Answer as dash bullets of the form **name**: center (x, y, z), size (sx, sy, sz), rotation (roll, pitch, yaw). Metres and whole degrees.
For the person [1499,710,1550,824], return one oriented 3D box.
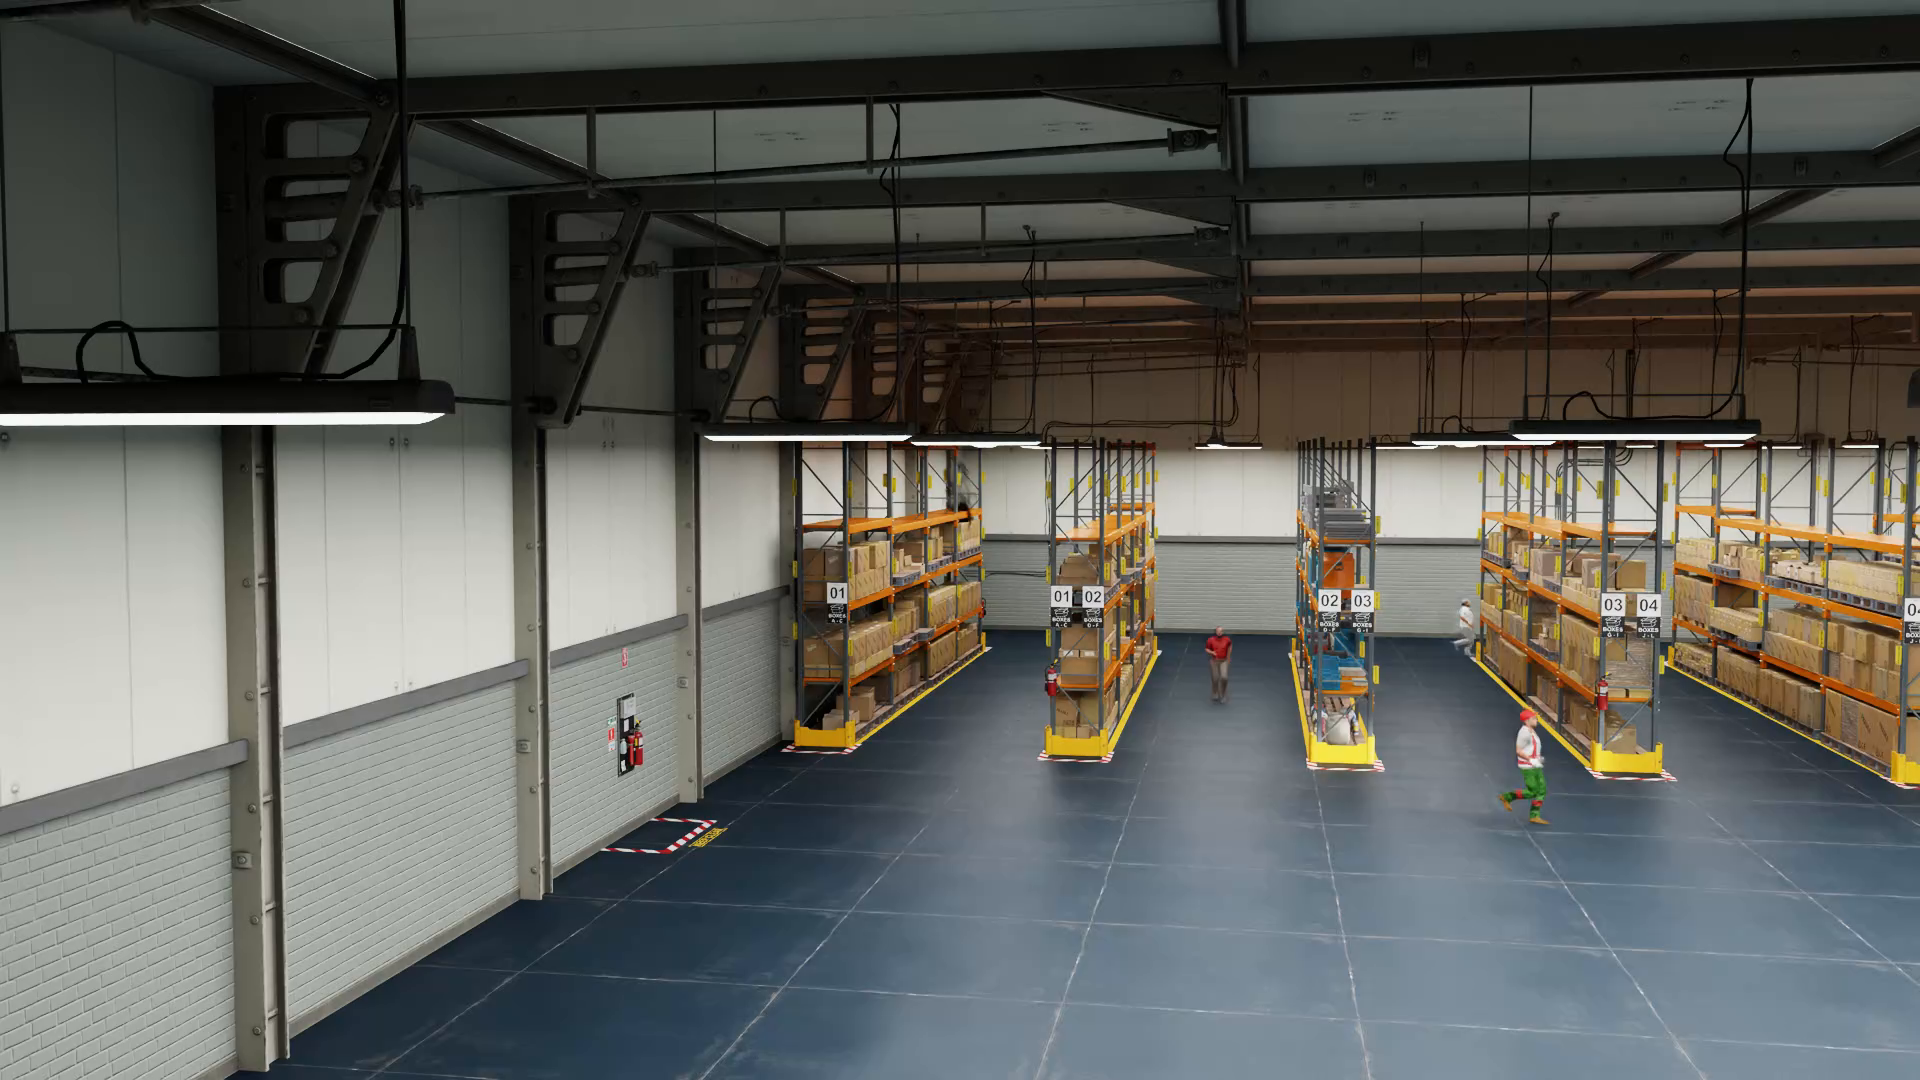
- **person**: center (8.747, 3.494, 25.704), size (0.744, 1.759, 0.655), rotation (2, 4, 31)

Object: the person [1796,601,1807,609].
- **person**: center (22.956, 2.473, 45.327), size (0.755, 1.759, 0.652), rotation (1, 3, 13)

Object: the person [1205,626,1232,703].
- **person**: center (5.924, 2.860, 38.114), size (0.606, 1.776, 0.821), rotation (0, 3, 9)

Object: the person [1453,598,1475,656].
- **person**: center (14.174, 2.449, 46.734), size (0.607, 1.630, 0.608), rotation (1, 3, 14)
